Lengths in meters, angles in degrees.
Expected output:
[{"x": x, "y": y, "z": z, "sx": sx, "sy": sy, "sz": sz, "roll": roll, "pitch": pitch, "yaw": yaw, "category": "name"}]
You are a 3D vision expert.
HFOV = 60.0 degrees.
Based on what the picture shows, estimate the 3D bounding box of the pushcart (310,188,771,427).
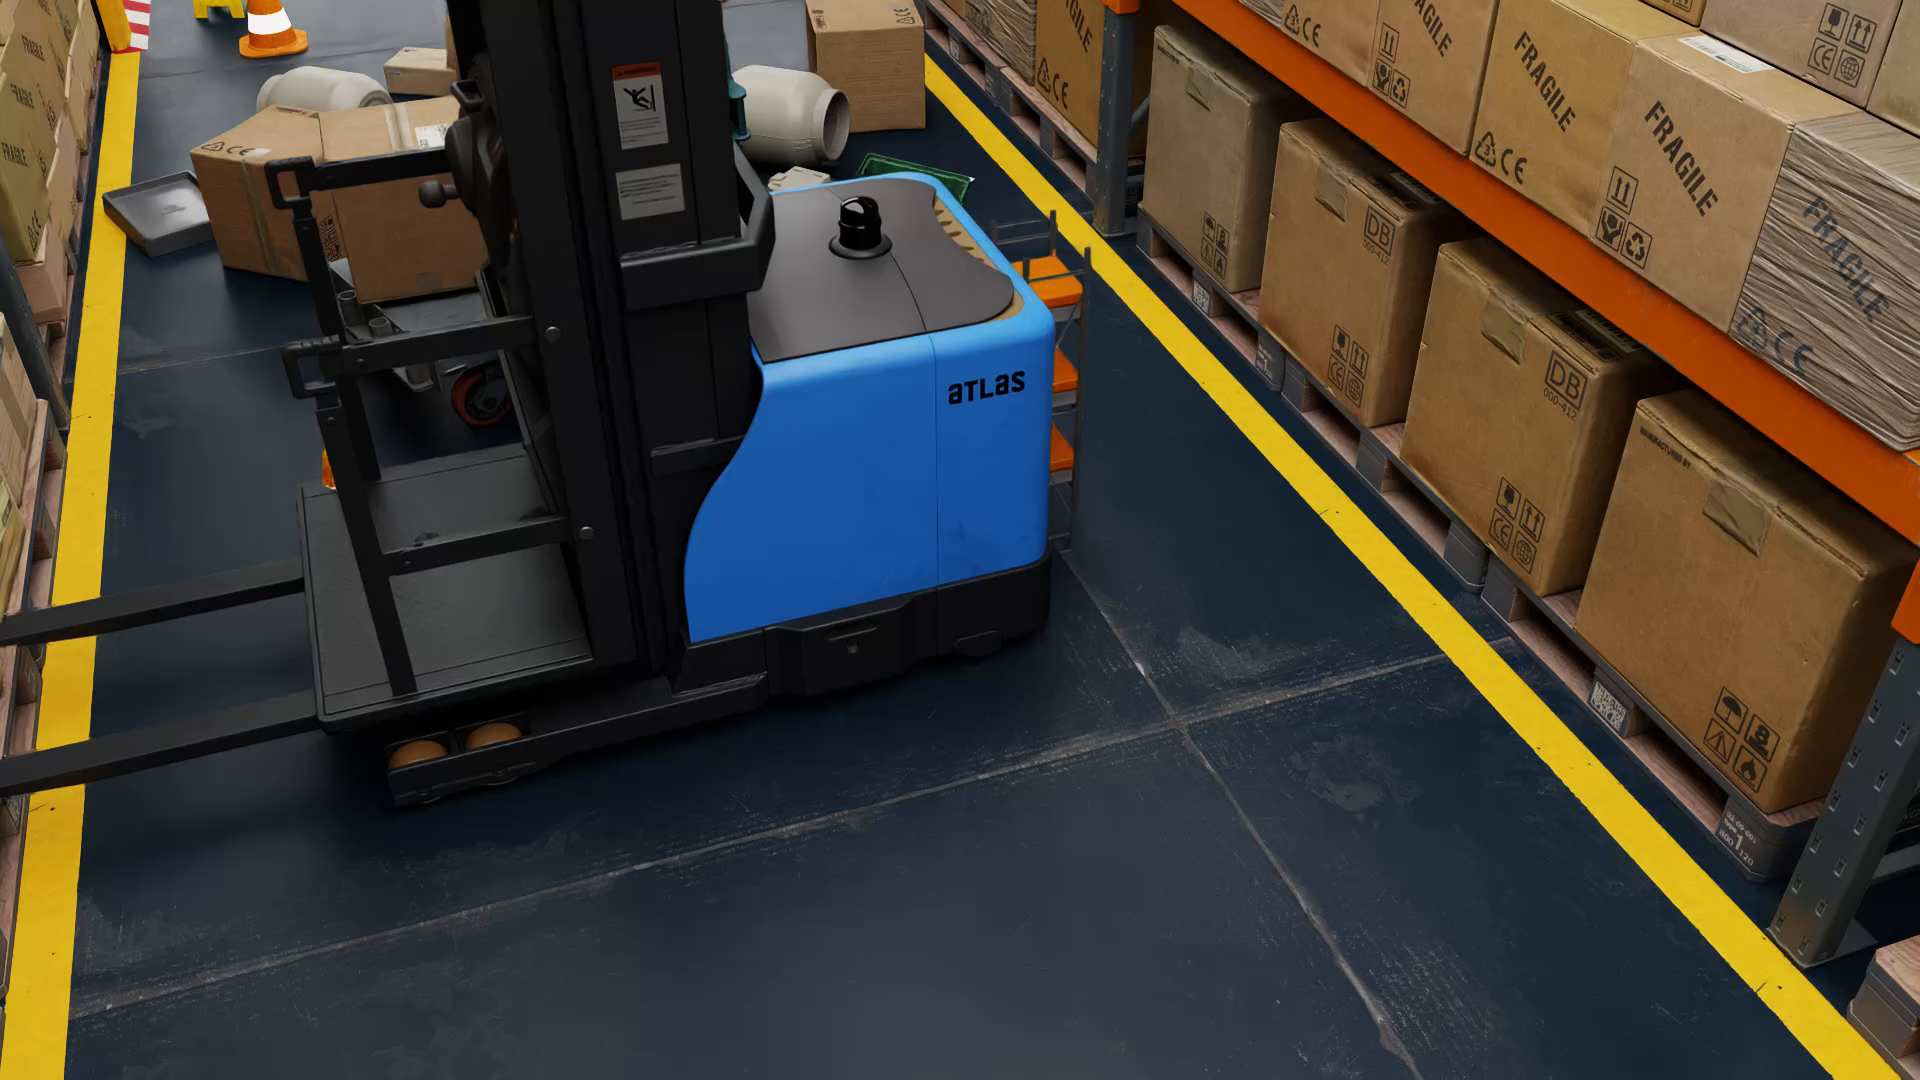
[{"x": -1.441, "y": -0.953, "z": 6.201, "sx": 1.648, "sy": 0.377, "sz": 0.936, "roll": -27, "pitch": 45, "yaw": -31, "category": "pushcart"}]

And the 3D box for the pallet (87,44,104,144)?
[{"x": -4.669, "y": -2.137, "z": 7.911, "sx": 1.003, "sy": 0.211, "sz": 1.213, "roll": -12, "pitch": 39, "yaw": -16, "category": "pallet"}]

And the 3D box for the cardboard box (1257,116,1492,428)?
[{"x": 1.674, "y": -0.973, "z": 5.570, "sx": 1.050, "sy": 0.750, "sz": 0.750, "roll": -12, "pitch": 39, "yaw": -16, "category": "cardboard box"}]

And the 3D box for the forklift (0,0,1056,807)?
[{"x": -1.312, "y": -0.843, "z": 3.933, "sx": 3.031, "sy": 2.935, "sz": 1.130, "roll": -13, "pitch": 39, "yaw": -16, "category": "forklift"}]

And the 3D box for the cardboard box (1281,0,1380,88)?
[{"x": 1.320, "y": -1.701, "z": 4.932, "sx": 0.500, "sy": 0.500, "sz": 0.500, "roll": -13, "pitch": 39, "yaw": -16, "category": "cardboard box"}]

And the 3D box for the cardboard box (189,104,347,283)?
[{"x": -2.656, "y": -1.389, "z": 6.677, "sx": 0.500, "sy": 0.500, "sz": 0.500, "roll": 12, "pitch": 39, "yaw": 16, "category": "cardboard box"}]

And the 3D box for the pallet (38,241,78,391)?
[{"x": -3.829, "y": -0.758, "z": 6.081, "sx": 1.003, "sy": 0.211, "sz": 1.213, "roll": -12, "pitch": 39, "yaw": -16, "category": "pallet"}]

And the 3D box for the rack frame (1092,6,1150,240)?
[{"x": 1.048, "y": -2.582, "z": 6.184, "sx": 1.000, "sy": 3.000, "sz": 0.127, "roll": -12, "pitch": 39, "yaw": -16, "category": "rack frame"}]

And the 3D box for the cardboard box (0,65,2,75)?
[{"x": -3.501, "y": -1.600, "z": 5.655, "sx": 0.380, "sy": 0.149, "sz": 0.250, "roll": -12, "pitch": 39, "yaw": -15, "category": "cardboard box"}]

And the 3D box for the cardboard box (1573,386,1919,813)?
[{"x": 2.299, "y": 0.046, "z": 4.217, "sx": 1.050, "sy": 0.750, "sz": 0.750, "roll": -13, "pitch": 39, "yaw": -17, "category": "cardboard box"}]

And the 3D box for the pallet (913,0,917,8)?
[{"x": 0.020, "y": -3.292, "z": 9.445, "sx": 1.003, "sy": 0.211, "sz": 1.213, "roll": -12, "pitch": 39, "yaw": -16, "category": "pallet"}]

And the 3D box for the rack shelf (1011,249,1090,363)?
[{"x": 0.224, "y": -0.653, "z": 4.791, "sx": 0.215, "sy": 0.259, "sz": 0.240, "roll": -13, "pitch": 39, "yaw": -16, "category": "rack shelf"}]

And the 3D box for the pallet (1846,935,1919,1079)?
[{"x": 2.692, "y": 1.233, "z": 3.437, "sx": 1.003, "sy": 0.211, "sz": 1.213, "roll": -12, "pitch": 39, "yaw": -16, "category": "pallet"}]

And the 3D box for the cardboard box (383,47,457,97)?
[{"x": -2.594, "y": -2.299, "z": 8.178, "sx": 0.380, "sy": 0.149, "sz": 0.250, "roll": 6, "pitch": 37, "yaw": 8, "category": "cardboard box"}]

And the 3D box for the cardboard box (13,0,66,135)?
[{"x": -3.887, "y": -1.851, "z": 6.528, "sx": 0.500, "sy": 0.500, "sz": 0.500, "roll": -10, "pitch": 38, "yaw": -14, "category": "cardboard box"}]

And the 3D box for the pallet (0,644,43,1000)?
[{"x": -2.872, "y": 0.744, "z": 4.087, "sx": 1.003, "sy": 0.211, "sz": 1.213, "roll": -12, "pitch": 39, "yaw": -16, "category": "pallet"}]

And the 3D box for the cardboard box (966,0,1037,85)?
[{"x": 0.583, "y": -2.779, "z": 7.863, "sx": 0.875, "sy": 0.875, "sz": 0.875, "roll": -12, "pitch": 39, "yaw": -16, "category": "cardboard box"}]

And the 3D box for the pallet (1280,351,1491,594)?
[{"x": 1.808, "y": -0.357, "z": 5.549, "sx": 1.003, "sy": 0.211, "sz": 1.213, "roll": -12, "pitch": 39, "yaw": -16, "category": "pallet"}]

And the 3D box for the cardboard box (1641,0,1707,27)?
[{"x": 1.925, "y": -1.592, "z": 3.956, "sx": 0.700, "sy": 0.500, "sz": 0.500, "roll": -13, "pitch": 39, "yaw": -17, "category": "cardboard box"}]

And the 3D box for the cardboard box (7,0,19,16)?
[{"x": -3.775, "y": -2.042, "z": 6.241, "sx": 0.380, "sy": 0.149, "sz": 0.250, "roll": -10, "pitch": 38, "yaw": -13, "category": "cardboard box"}]

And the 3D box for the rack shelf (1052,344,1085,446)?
[{"x": 0.224, "y": -0.427, "z": 4.962, "sx": 0.215, "sy": 0.259, "sz": 0.240, "roll": -13, "pitch": 39, "yaw": -16, "category": "rack shelf"}]

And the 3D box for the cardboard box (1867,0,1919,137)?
[{"x": 2.279, "y": -1.017, "z": 3.193, "sx": 0.700, "sy": 0.500, "sz": 0.500, "roll": -13, "pitch": 39, "yaw": -16, "category": "cardboard box"}]

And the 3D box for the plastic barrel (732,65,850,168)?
[{"x": -0.783, "y": -1.876, "z": 7.389, "sx": 0.512, "sy": 0.421, "sz": 0.421, "roll": 12, "pitch": 39, "yaw": 16, "category": "plastic barrel"}]

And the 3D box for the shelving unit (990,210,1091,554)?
[{"x": 0.224, "y": -0.435, "z": 4.955, "sx": 0.215, "sy": 1.050, "sz": 0.252, "roll": -13, "pitch": 39, "yaw": -16, "category": "shelving unit"}]

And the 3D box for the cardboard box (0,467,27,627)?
[{"x": -3.132, "y": 0.083, "z": 4.481, "sx": 0.950, "sy": 0.372, "sz": 0.625, "roll": -10, "pitch": 38, "yaw": -13, "category": "cardboard box"}]

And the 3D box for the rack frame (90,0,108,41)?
[{"x": -4.941, "y": -3.759, "z": 7.748, "sx": 1.000, "sy": 3.000, "sz": 0.127, "roll": -12, "pitch": 39, "yaw": -16, "category": "rack frame"}]

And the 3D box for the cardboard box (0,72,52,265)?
[{"x": -3.515, "y": -1.258, "z": 5.740, "sx": 0.500, "sy": 0.500, "sz": 0.500, "roll": -11, "pitch": 38, "yaw": -14, "category": "cardboard box"}]

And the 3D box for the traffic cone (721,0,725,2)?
[{"x": -1.479, "y": -3.234, "z": 9.159, "sx": 0.336, "sy": 0.463, "sz": 0.334, "roll": -12, "pitch": 39, "yaw": -16, "category": "traffic cone"}]

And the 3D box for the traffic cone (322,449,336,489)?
[{"x": -1.824, "y": -0.076, "z": 4.966, "sx": 0.336, "sy": 0.463, "sz": 0.334, "roll": -12, "pitch": 39, "yaw": -16, "category": "traffic cone"}]

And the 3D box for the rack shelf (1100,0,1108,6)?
[{"x": 0.360, "y": -3.424, "z": 7.901, "sx": 1.077, "sy": 0.370, "sz": 4.000, "roll": -12, "pitch": 39, "yaw": -16, "category": "rack shelf"}]

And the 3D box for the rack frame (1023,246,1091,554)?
[{"x": 0.266, "y": -0.367, "z": 4.864, "sx": 0.200, "sy": 1.050, "sz": 0.008, "roll": -13, "pitch": 39, "yaw": -16, "category": "rack frame"}]

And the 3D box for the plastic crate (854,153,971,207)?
[{"x": -0.242, "y": -1.309, "z": 6.783, "sx": 0.450, "sy": 0.188, "sz": 0.662, "roll": 14, "pitch": 38, "yaw": 2, "category": "plastic crate"}]

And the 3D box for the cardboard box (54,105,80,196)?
[{"x": -3.894, "y": -1.557, "z": 6.760, "sx": 0.500, "sy": 0.250, "sz": 0.500, "roll": -13, "pitch": 39, "yaw": -17, "category": "cardboard box"}]

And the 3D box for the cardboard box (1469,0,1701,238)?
[{"x": 1.675, "y": -1.125, "z": 4.168, "sx": 0.500, "sy": 0.500, "sz": 0.500, "roll": -13, "pitch": 39, "yaw": -17, "category": "cardboard box"}]

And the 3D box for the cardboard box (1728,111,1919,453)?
[{"x": 2.017, "y": -0.561, "z": 3.419, "sx": 0.500, "sy": 0.500, "sz": 0.500, "roll": -12, "pitch": 39, "yaw": -16, "category": "cardboard box"}]

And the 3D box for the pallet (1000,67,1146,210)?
[{"x": 0.860, "y": -1.914, "z": 7.615, "sx": 1.003, "sy": 0.211, "sz": 1.213, "roll": -12, "pitch": 39, "yaw": -16, "category": "pallet"}]

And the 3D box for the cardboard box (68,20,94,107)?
[{"x": -4.240, "y": -2.134, "z": 7.526, "sx": 0.500, "sy": 0.250, "sz": 0.500, "roll": -12, "pitch": 39, "yaw": -16, "category": "cardboard box"}]

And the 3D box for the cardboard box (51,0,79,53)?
[{"x": -4.238, "y": -2.436, "z": 7.304, "sx": 0.500, "sy": 0.500, "sz": 0.500, "roll": -11, "pitch": 38, "yaw": -14, "category": "cardboard box"}]

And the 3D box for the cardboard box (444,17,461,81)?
[{"x": -1.960, "y": -2.294, "z": 7.878, "sx": 0.637, "sy": 0.503, "sz": 0.797, "roll": 19, "pitch": 41, "yaw": 23, "category": "cardboard box"}]

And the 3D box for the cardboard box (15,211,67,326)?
[{"x": -3.515, "y": -0.959, "z": 5.966, "sx": 0.500, "sy": 0.250, "sz": 0.500, "roll": -14, "pitch": 39, "yaw": -18, "category": "cardboard box"}]
